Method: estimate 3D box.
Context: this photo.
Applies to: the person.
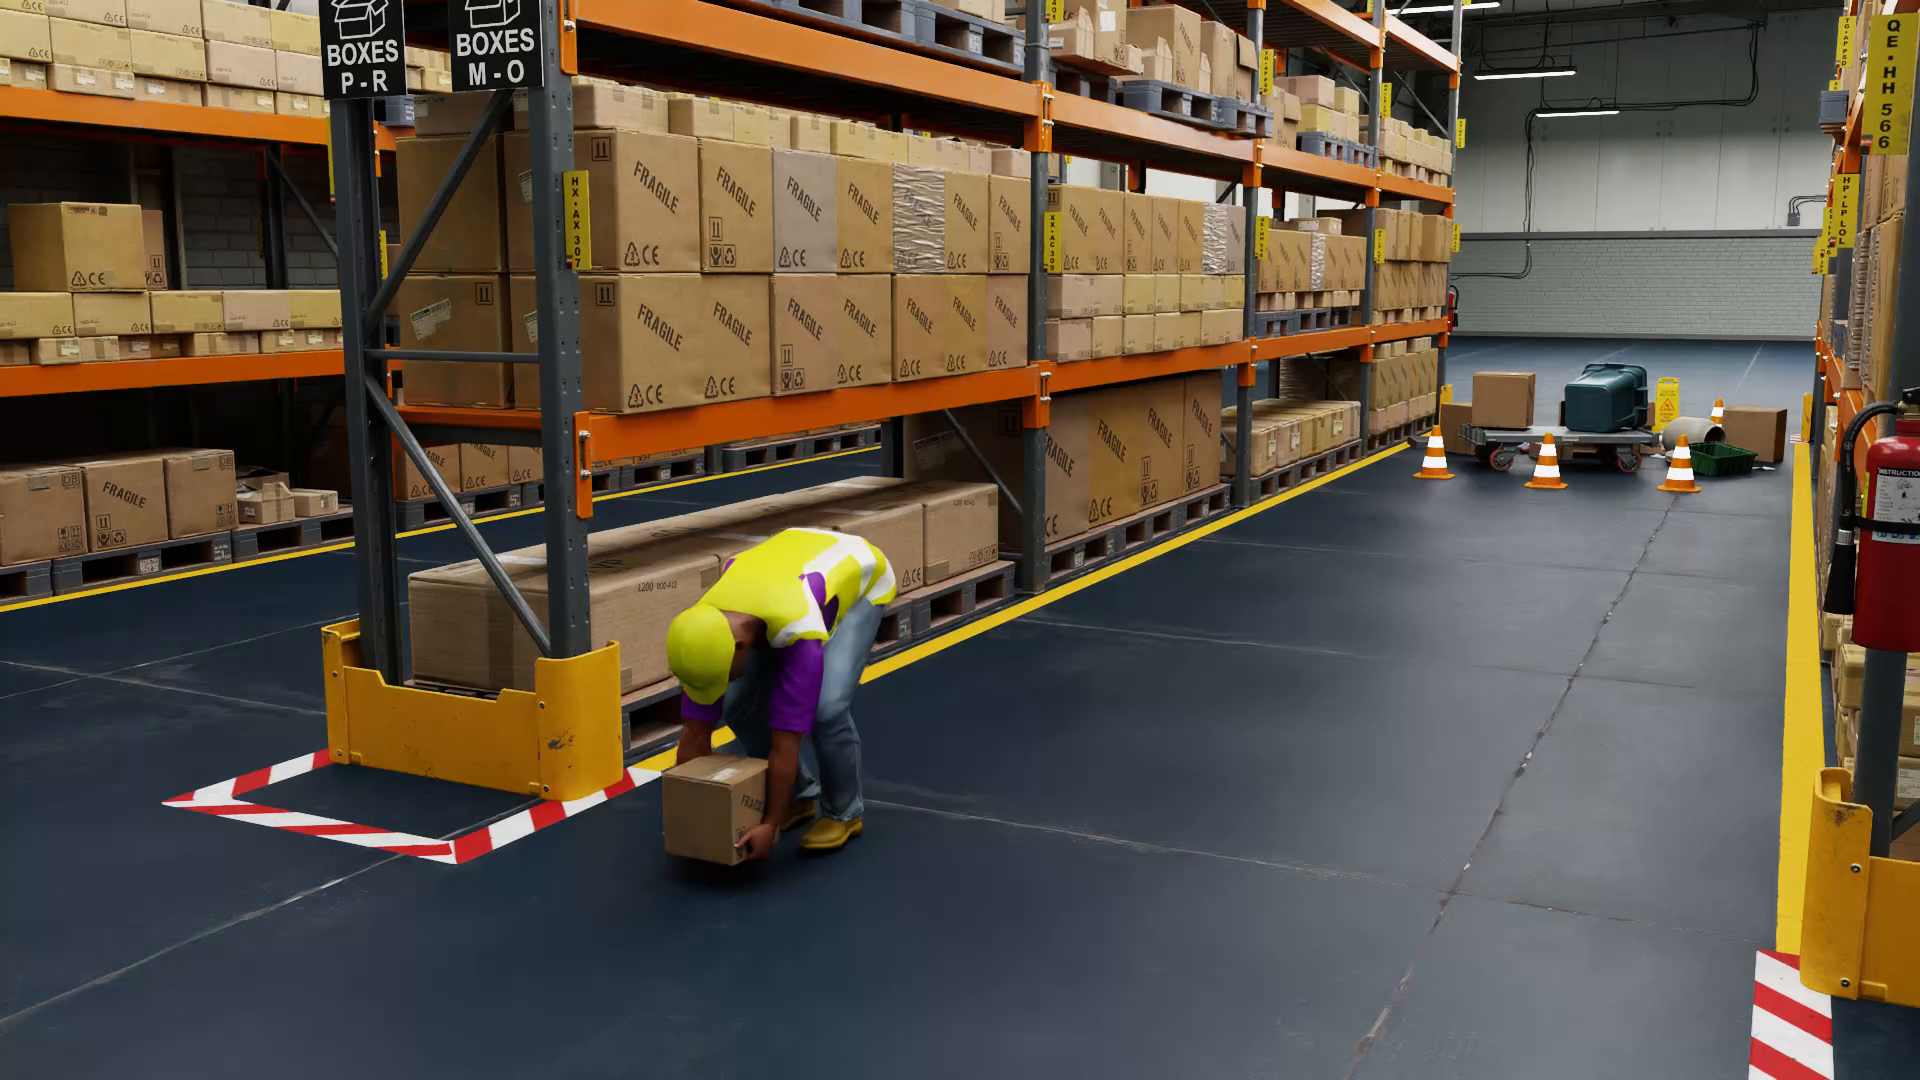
[{"bbox_3d":[-0.566,0.486,5.180,0.503,0.993,0.974,5,10,29],"label":"person"}]
